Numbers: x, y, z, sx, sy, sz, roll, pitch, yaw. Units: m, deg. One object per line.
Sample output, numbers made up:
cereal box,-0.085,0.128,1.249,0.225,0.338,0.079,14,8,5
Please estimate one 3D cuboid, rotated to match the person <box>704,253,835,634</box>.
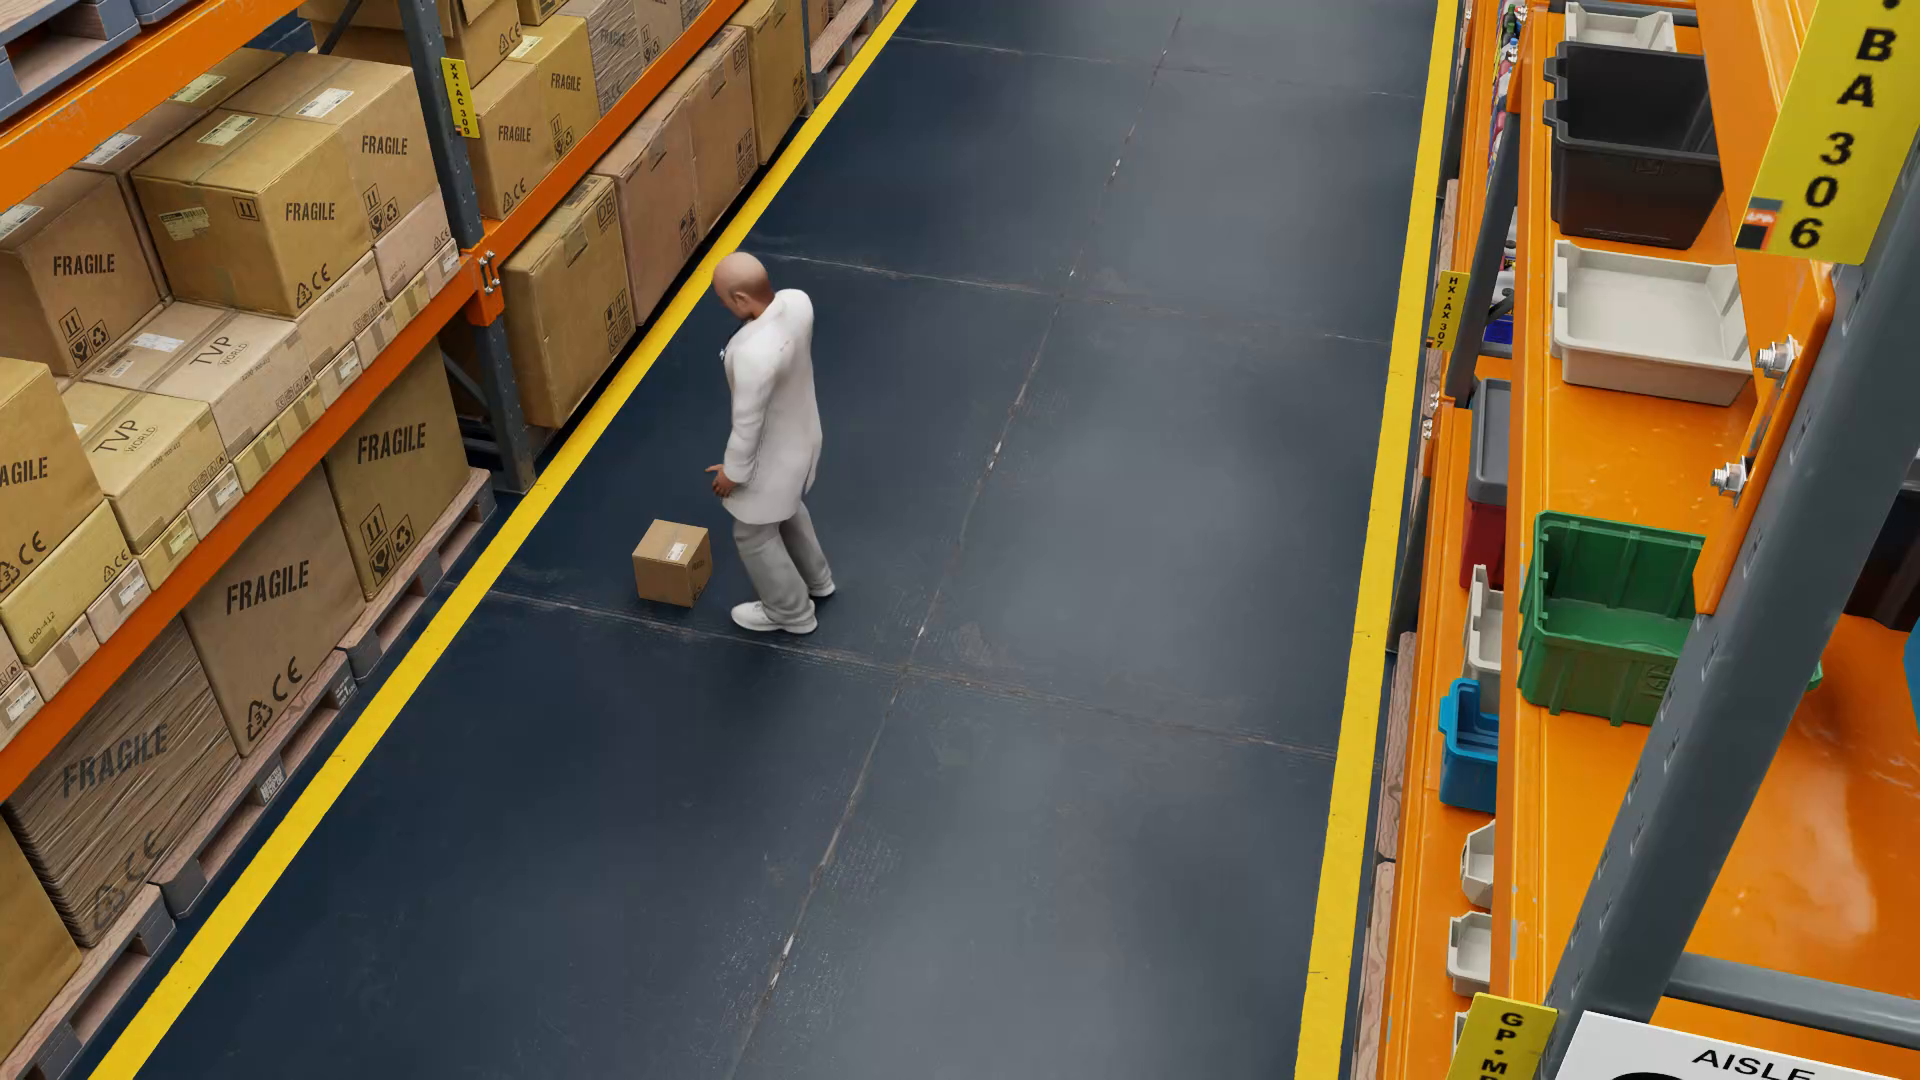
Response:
person,-0.768,-0.365,6.621,0.389,1.758,0.575,11,42,12
